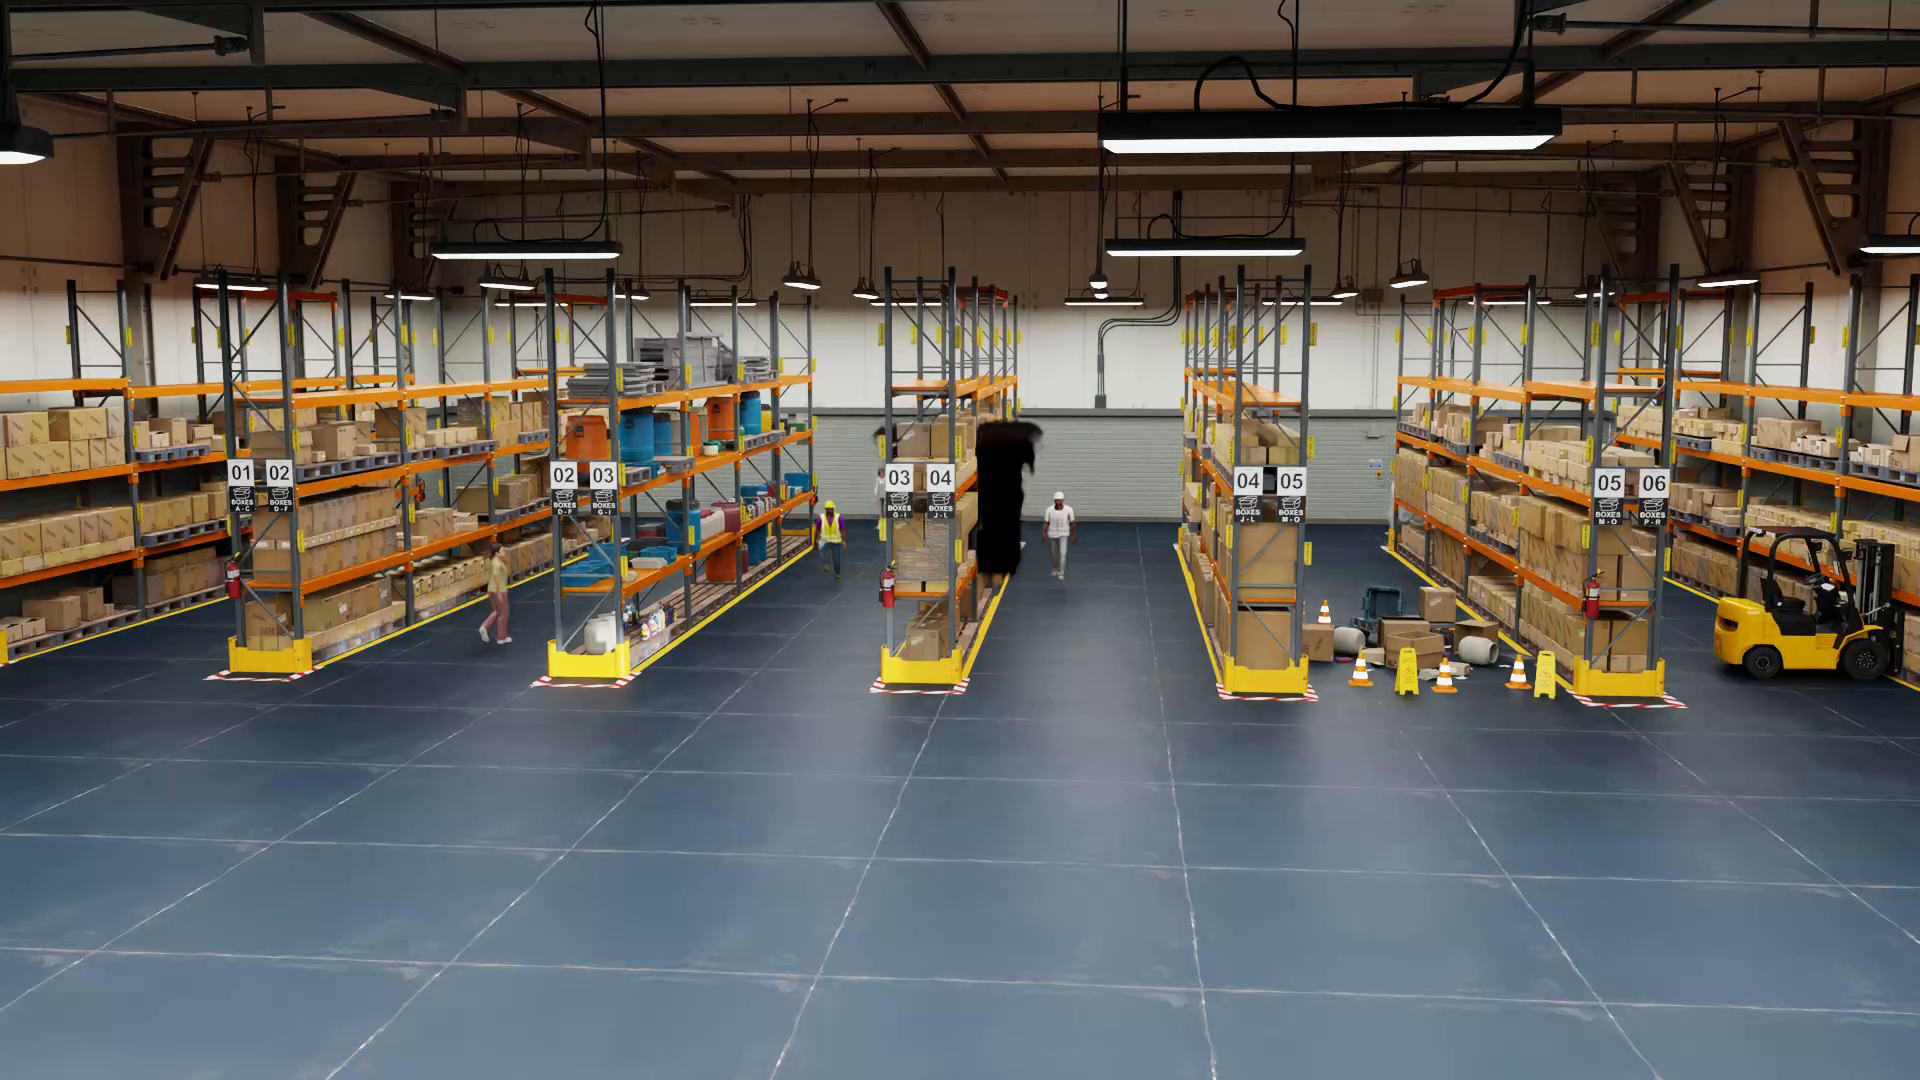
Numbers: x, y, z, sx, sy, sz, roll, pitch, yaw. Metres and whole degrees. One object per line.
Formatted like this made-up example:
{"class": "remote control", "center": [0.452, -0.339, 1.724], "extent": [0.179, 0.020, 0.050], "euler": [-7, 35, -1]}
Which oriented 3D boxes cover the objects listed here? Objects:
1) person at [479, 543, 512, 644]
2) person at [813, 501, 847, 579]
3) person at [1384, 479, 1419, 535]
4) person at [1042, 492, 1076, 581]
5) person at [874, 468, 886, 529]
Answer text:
{"class": "person", "center": [-7.593, 0.873, 27.143], "extent": [0.448, 1.663, 0.584], "euler": [6, 9, 38]}
{"class": "person", "center": [-2.649, 0.019, 33.838], "extent": [0.707, 1.657, 1.080], "euler": [0, 7, 0]}
{"class": "person", "center": [11.144, -0.979, 42.061], "extent": [0.804, 1.725, 0.563], "euler": [-1, 7, -9]}
{"class": "person", "center": [1.928, -0.082, 32.512], "extent": [0.652, 1.726, 0.995], "euler": [1, 7, 9]}
{"class": "person", "center": [-2.006, -1.074, 43.717], "extent": [0.516, 1.631, 0.331], "euler": [2, 7, 17]}
